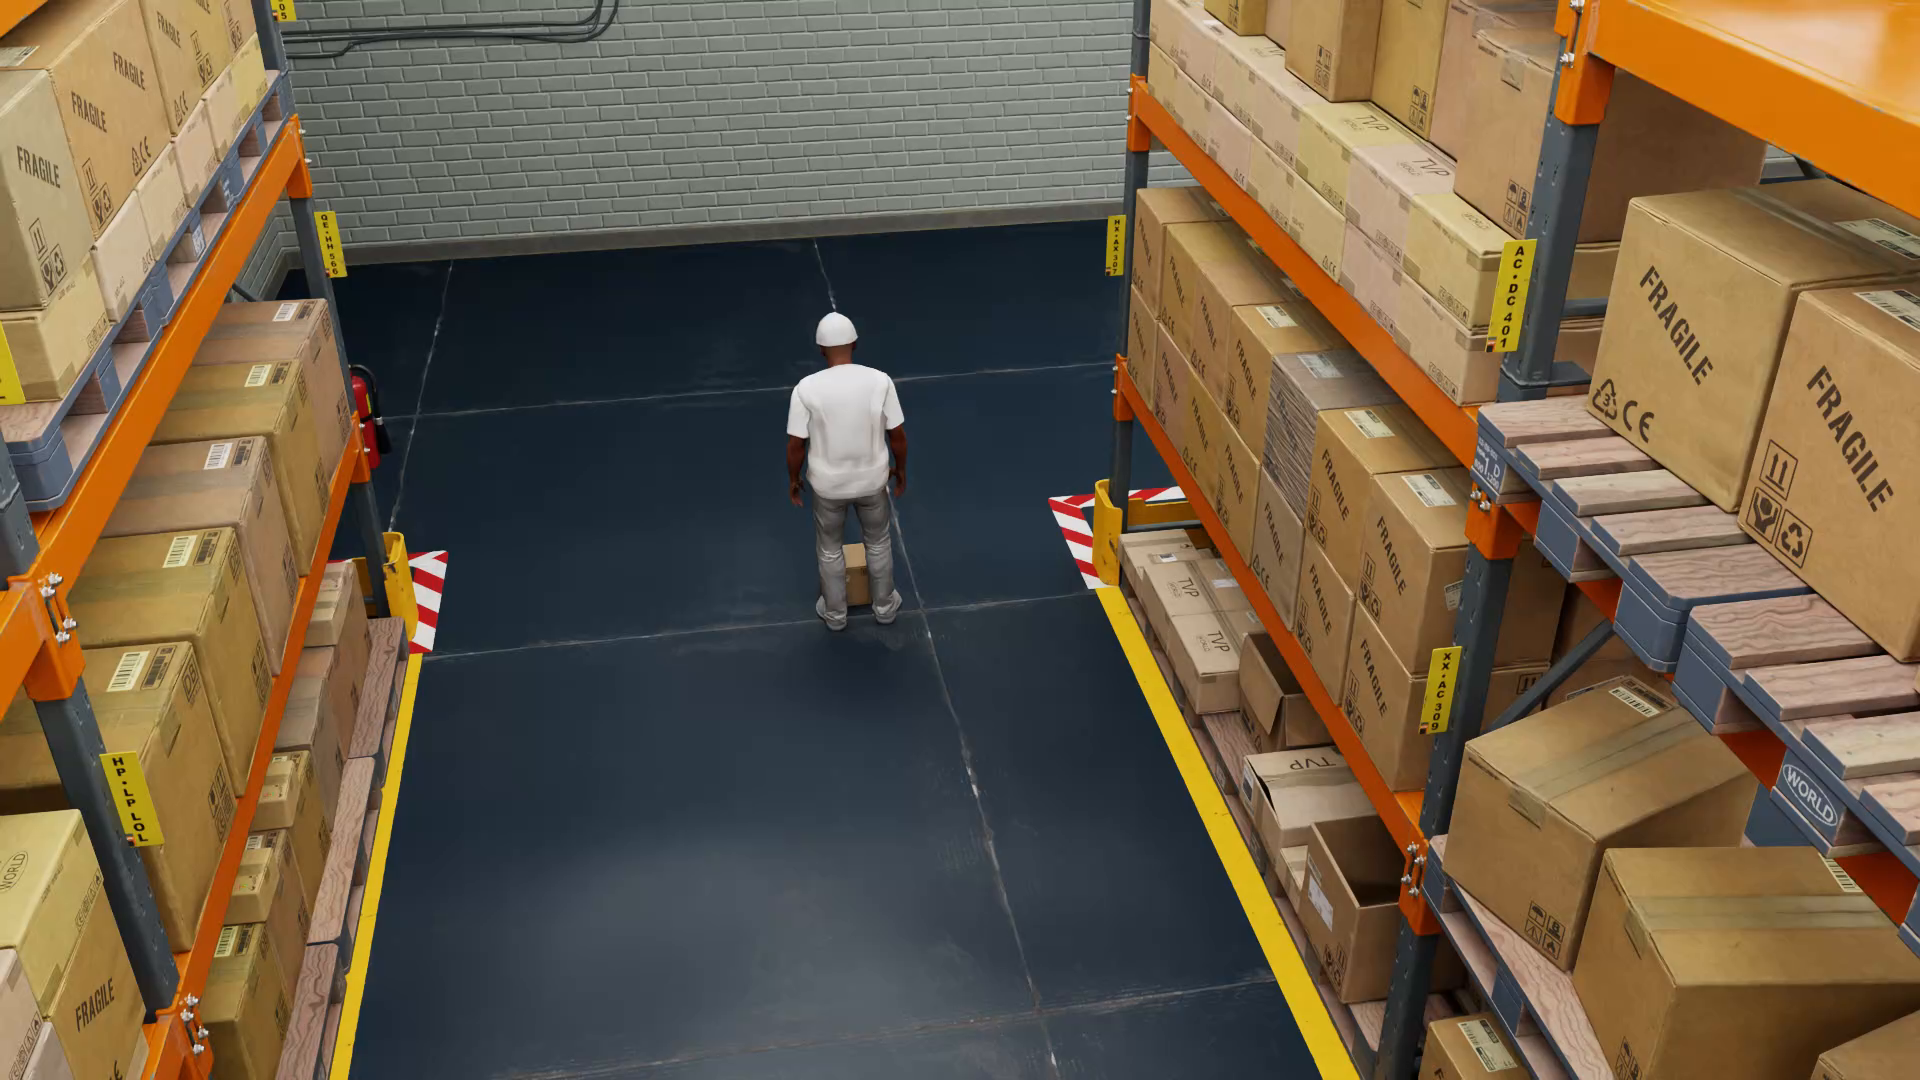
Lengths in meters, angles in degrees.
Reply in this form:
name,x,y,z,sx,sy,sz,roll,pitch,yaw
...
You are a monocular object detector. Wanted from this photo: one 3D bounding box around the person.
name,x,y,z,sx,sy,sz,roll,pitch,yaw
person,-0.588,-0.341,8.698,0.630,1.761,0.462,-6,31,-9
